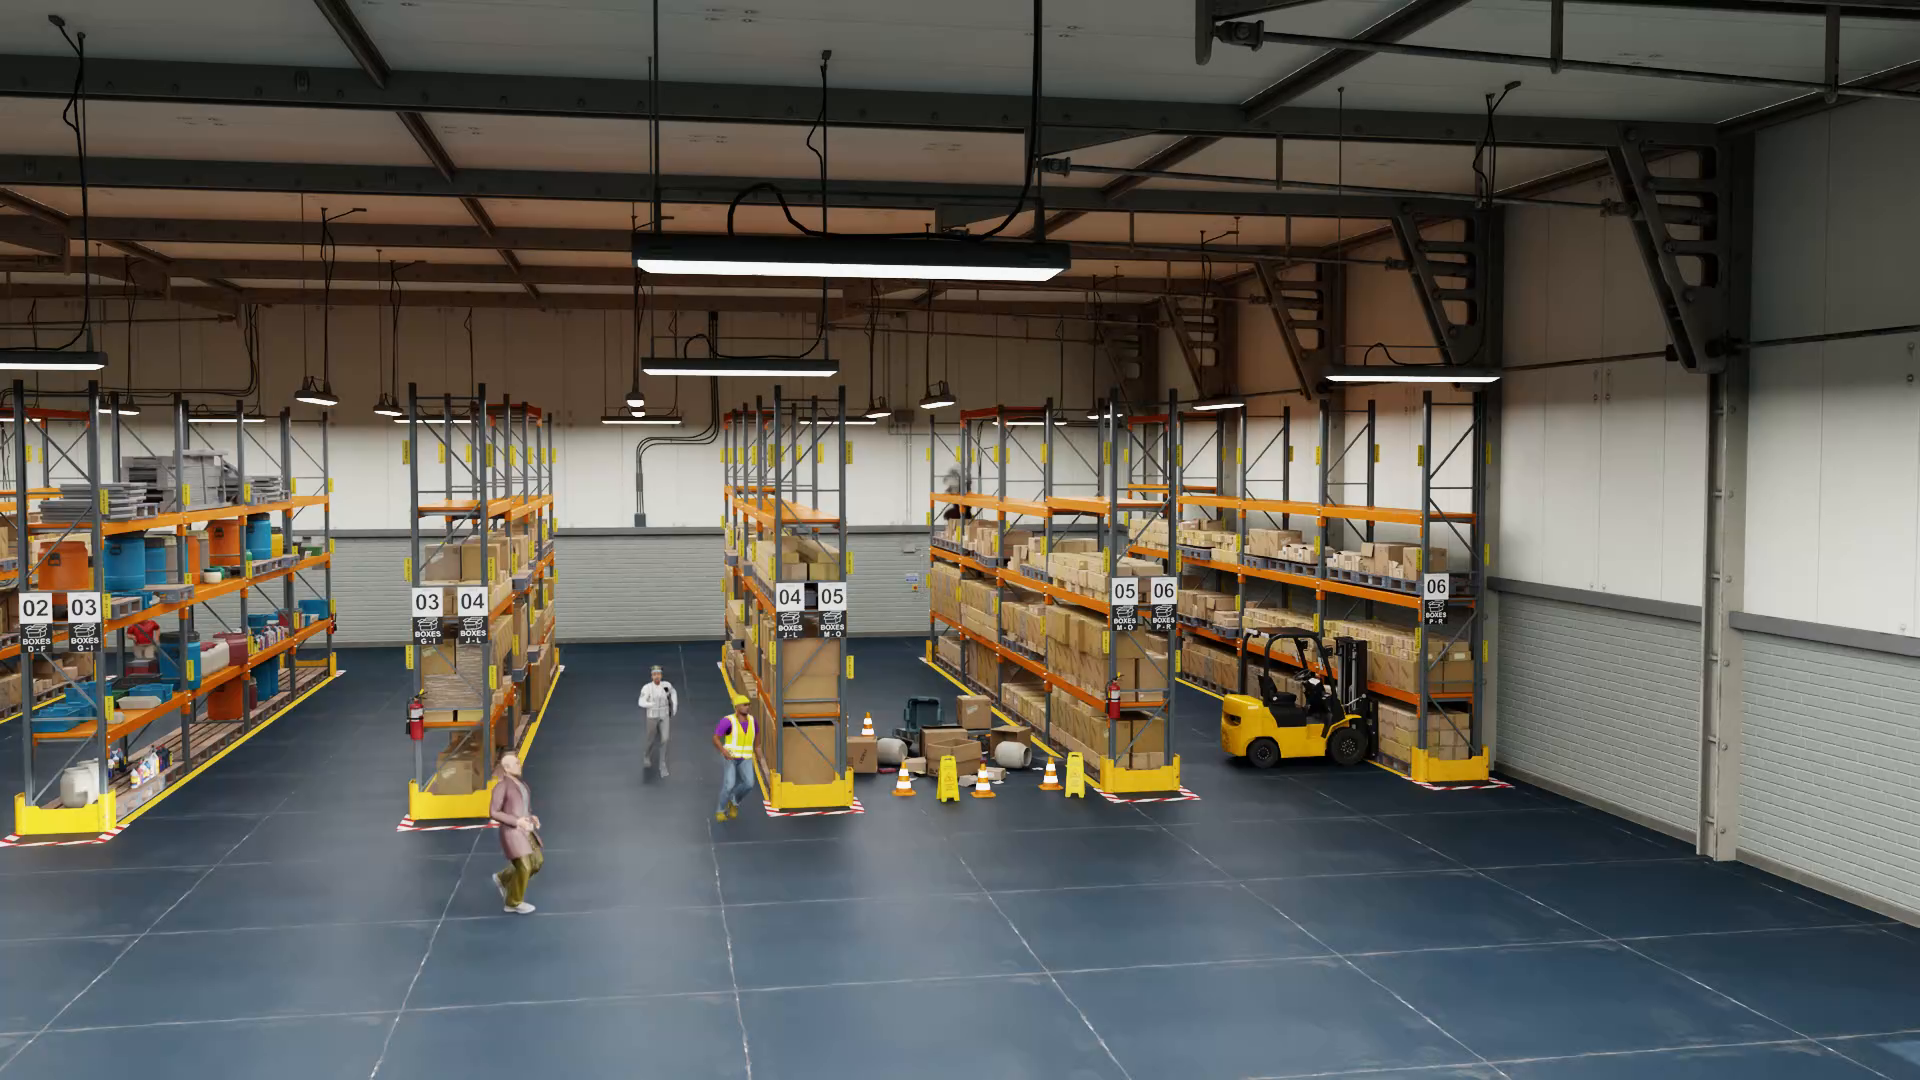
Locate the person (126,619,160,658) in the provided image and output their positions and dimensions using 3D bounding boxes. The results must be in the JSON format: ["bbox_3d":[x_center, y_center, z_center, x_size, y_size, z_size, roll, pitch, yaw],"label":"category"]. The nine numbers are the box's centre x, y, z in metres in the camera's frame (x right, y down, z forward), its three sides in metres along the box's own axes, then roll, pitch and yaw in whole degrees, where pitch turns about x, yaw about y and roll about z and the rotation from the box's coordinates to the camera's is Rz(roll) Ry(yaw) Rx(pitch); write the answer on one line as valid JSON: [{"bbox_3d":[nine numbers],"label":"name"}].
[{"bbox_3d":[-17.440,2.369,35.505,0.643,1.779,0.758,-1,3,-20],"label":"person"}]

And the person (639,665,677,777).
[{"bbox_3d":[-4.774,2.825,26.284,0.622,1.737,0.891,-1,3,-17],"label":"person"}]

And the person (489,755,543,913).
[{"bbox_3d":[-4.867,3.210,18.200,0.663,1.725,0.706,1,3,16],"label":"person"}]

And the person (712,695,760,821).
[{"bbox_3d":[-3.018,2.985,22.813,0.766,1.706,0.567,-2,3,-32],"label":"person"}]
